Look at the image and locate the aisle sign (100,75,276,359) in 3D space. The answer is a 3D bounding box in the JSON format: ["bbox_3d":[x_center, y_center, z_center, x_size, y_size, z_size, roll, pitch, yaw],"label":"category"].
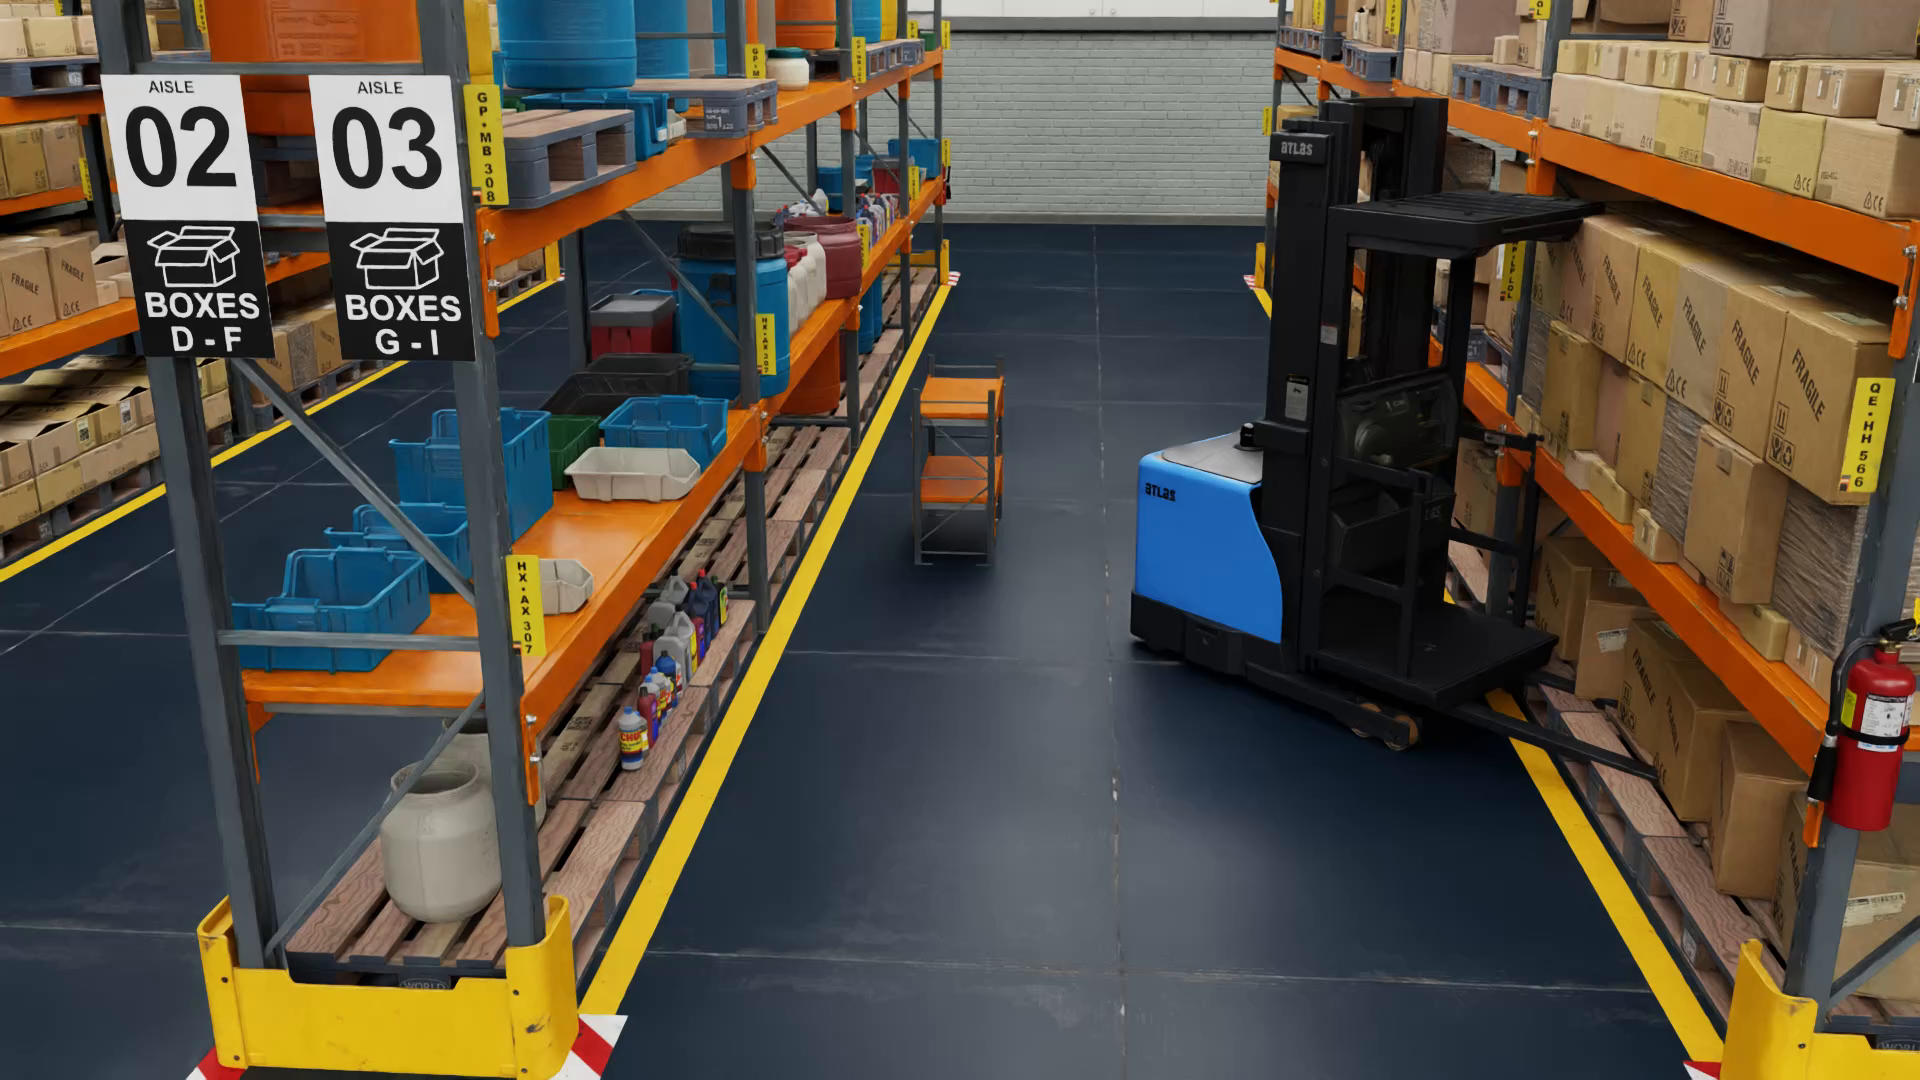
[{"bbox_3d":[-2.167,-0.902,4.682,0.394,0.787,0.004,1,18,4],"label":"aisle sign"}]

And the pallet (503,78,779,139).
[{"bbox_3d":[-1.533,-2.034,7.798,1.213,0.211,1.003,1,18,4],"label":"pallet"}]

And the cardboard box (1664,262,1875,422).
[{"bbox_3d":[2.936,-0.722,6.066,0.500,0.500,0.500,1,18,4],"label":"cardboard box"}]

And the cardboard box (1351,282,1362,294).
[{"bbox_3d":[3.790,-1.736,14.143,1.225,0.875,0.875,1,18,4],"label":"cardboard box"}]

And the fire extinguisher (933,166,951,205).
[{"bbox_3d":[-0.255,-4.474,20.482,0.296,0.674,0.183,1,18,4],"label":"fire extinguisher"}]

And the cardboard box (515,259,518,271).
[{"bbox_3d":[-5.571,-3.327,20.104,0.380,0.166,0.250,1,18,4],"label":"cardboard box"}]

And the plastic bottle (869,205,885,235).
[{"bbox_3d":[-0.774,-2.950,15.308,0.152,0.276,0.135,1,18,4],"label":"plastic bottle"}]

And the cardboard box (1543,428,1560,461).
[{"bbox_3d":[3.024,-0.479,7.970,0.380,0.149,0.250,1,18,4],"label":"cardboard box"}]

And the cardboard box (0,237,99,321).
[{"bbox_3d":[-6.337,-1.804,11.452,0.500,0.500,0.500,0,18,1],"label":"cardboard box"}]

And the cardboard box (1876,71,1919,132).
[{"bbox_3d":[2.783,-1.208,4.576,0.380,0.149,0.250,1,18,4],"label":"cardboard box"}]

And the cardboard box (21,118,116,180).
[{"bbox_3d":[-10.668,-4.630,19.754,0.980,0.700,0.700,1,18,3],"label":"cardboard box"}]

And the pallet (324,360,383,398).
[{"bbox_3d":[-6.051,-1.562,15.351,1.003,0.211,1.213,1,18,4],"label":"pallet"}]

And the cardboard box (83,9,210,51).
[{"bbox_3d":[-6.235,-3.887,12.992,0.910,0.500,0.500,1,18,4],"label":"cardboard box"}]

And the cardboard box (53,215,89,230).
[{"bbox_3d":[-10.777,-3.859,20.180,0.380,0.149,0.250,1,18,4],"label":"cardboard box"}]

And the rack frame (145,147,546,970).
[{"bbox_3d":[-1.866,0.318,5.135,1.000,3.000,0.127,1,18,4],"label":"rack frame"}]

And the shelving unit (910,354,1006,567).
[{"bbox_3d":[0.000,-0.537,10.754,0.538,1.125,1.048,1,18,4],"label":"shelving unit"}]

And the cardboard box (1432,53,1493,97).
[{"bbox_3d":[3.296,-2.951,10.534,0.500,0.250,0.500,2,18,5],"label":"cardboard box"}]

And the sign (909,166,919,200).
[{"bbox_3d":[-0.457,-3.528,16.427,0.100,0.325,0.005,1,18,4],"label":"sign"}]

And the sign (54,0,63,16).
[{"bbox_3d":[-6.774,-3.962,12.550,0.100,0.325,0.005,1,18,4],"label":"sign"}]

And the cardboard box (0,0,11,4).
[{"bbox_3d":[-10.526,-5.962,17.687,0.500,0.500,0.500,1,18,3],"label":"cardboard box"}]

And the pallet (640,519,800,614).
[{"bbox_3d":[-1.562,0.156,10.107,1.003,0.211,1.213,1,18,4],"label":"pallet"}]

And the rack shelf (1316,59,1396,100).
[{"bbox_3d":[3.791,-3.761,13.921,1.077,0.370,4.000,1,18,4],"label":"rack shelf"}]

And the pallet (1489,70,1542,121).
[{"bbox_3d":[3.512,-2.339,8.729,1.213,0.211,1.003,1,18,4],"label":"pallet"}]

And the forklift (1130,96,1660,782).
[{"bbox_3d":[2.281,-0.574,7.966,1.130,2.935,3.031,-15,23,-38],"label":"forklift"}]

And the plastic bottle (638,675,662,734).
[{"bbox_3d":[-1.401,0.743,7.513,0.097,0.271,0.097,0,18,0],"label":"plastic bottle"}]

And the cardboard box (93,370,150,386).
[{"bbox_3d":[-6.055,-1.108,12.328,0.500,0.311,0.500,1,18,3],"label":"cardboard box"}]

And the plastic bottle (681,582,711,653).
[{"bbox_3d":[-1.352,0.392,8.458,0.144,0.351,0.185,0,18,1],"label":"plastic bottle"}]

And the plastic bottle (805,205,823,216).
[{"bbox_3d":[-1.334,-2.924,15.228,0.152,0.276,0.135,1,18,4],"label":"plastic bottle"}]

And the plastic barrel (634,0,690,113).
[{"bbox_3d":[-1.759,-2.751,8.878,0.600,0.901,0.708,1,18,4],"label":"plastic barrel"}]

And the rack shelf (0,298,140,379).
[{"bbox_3d":[-6.376,-1.315,11.275,1.077,0.370,4.000,1,18,4],"label":"rack shelf"}]

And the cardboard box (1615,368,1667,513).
[{"bbox_3d":[3.184,-0.398,6.681,0.875,0.500,0.500,1,18,4],"label":"cardboard box"}]

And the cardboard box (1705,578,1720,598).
[{"bbox_3d":[2.966,0.144,6.068,0.380,0.149,0.250,1,18,4],"label":"cardboard box"}]

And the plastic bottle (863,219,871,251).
[{"bbox_3d":[-0.821,-2.627,14.329,0.097,0.271,0.097,0,18,0],"label":"plastic bottle"}]

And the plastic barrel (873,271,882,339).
[{"bbox_3d":[-1.062,-2.443,16.256,0.600,0.901,0.708,1,18,4],"label":"plastic barrel"}]

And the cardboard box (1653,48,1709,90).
[{"bbox_3d":[2.974,-1.857,6.557,0.380,0.149,0.250,1,18,3],"label":"cardboard box"}]

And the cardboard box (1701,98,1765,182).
[{"bbox_3d":[2.933,-1.395,5.787,0.500,0.250,0.500,2,18,5],"label":"cardboard box"}]

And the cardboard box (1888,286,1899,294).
[{"bbox_3d":[3.428,-0.555,5.556,0.500,0.500,0.500,1,18,4],"label":"cardboard box"}]

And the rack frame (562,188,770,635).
[{"bbox_3d":[-1.579,-0.924,8.926,1.000,3.000,0.127,1,18,4],"label":"rack frame"}]

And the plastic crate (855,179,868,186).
[{"bbox_3d":[-1.181,-3.860,18.212,0.293,0.136,0.466,1,18,4],"label":"plastic crate"}]

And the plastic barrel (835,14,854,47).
[{"bbox_3d":[-0.987,-4.042,13.198,0.294,0.245,0.294,0,18,0],"label":"plastic barrel"}]

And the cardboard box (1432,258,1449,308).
[{"bbox_3d":[3.298,-1.669,10.765,0.500,0.250,0.500,1,18,2],"label":"cardboard box"}]

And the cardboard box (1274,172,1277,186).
[{"bbox_3d":[3.832,-4.159,19.202,0.380,0.149,0.250,1,18,3],"label":"cardboard box"}]

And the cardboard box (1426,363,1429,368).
[{"bbox_3d":[3.630,-1.225,11.947,0.500,0.250,0.500,2,18,6],"label":"cardboard box"}]

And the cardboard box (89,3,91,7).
[{"bbox_3d":[-10.388,-6.240,19.738,0.500,0.250,0.500,2,18,6],"label":"cardboard box"}]

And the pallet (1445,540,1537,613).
[{"bbox_3d":[3.415,0.270,9.761,1.003,0.211,1.213,1,18,4],"label":"pallet"}]

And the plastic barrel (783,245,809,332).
[{"bbox_3d":[-1.208,-1.643,10.903,0.433,0.535,0.433,0,18,0],"label":"plastic barrel"}]

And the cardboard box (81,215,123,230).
[{"bbox_3d":[-10.396,-3.849,20.151,0.380,0.149,0.250,2,18,5],"label":"cardboard box"}]

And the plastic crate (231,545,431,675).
[{"bbox_3d":[-2.129,0.227,5.653,0.499,0.251,0.616,1,18,4],"label":"plastic crate"}]

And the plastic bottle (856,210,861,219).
[{"bbox_3d":[-0.926,-2.831,14.953,0.097,0.271,0.097,0,18,0],"label":"plastic bottle"}]

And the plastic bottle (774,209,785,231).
[{"bbox_3d":[-1.554,-2.682,14.369,0.144,0.351,0.185,1,18,4],"label":"plastic bottle"}]

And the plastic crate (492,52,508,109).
[{"bbox_3d":[-2.030,-1.699,6.498,0.392,0.384,0.575,1,18,4],"label":"plastic crate"}]

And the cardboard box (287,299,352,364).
[{"bbox_3d":[-5.810,-1.915,15.258,0.500,0.500,0.500,1,18,2],"label":"cardboard box"}]

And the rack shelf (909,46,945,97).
[{"bbox_3d":[-0.862,-5.114,18.050,1.077,0.370,4.000,1,18,4],"label":"rack shelf"}]

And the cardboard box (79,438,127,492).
[{"bbox_3d":[-6.134,-0.526,11.453,0.500,0.250,0.500,2,18,5],"label":"cardboard box"}]

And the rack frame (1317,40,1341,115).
[{"bbox_3d":[3.935,-3.298,16.172,1.000,3.000,0.127,1,18,4],"label":"rack frame"}]

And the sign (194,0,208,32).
[{"bbox_3d":[-5.680,-3.972,12.453,0.100,0.325,0.005,1,18,4],"label":"sign"}]
